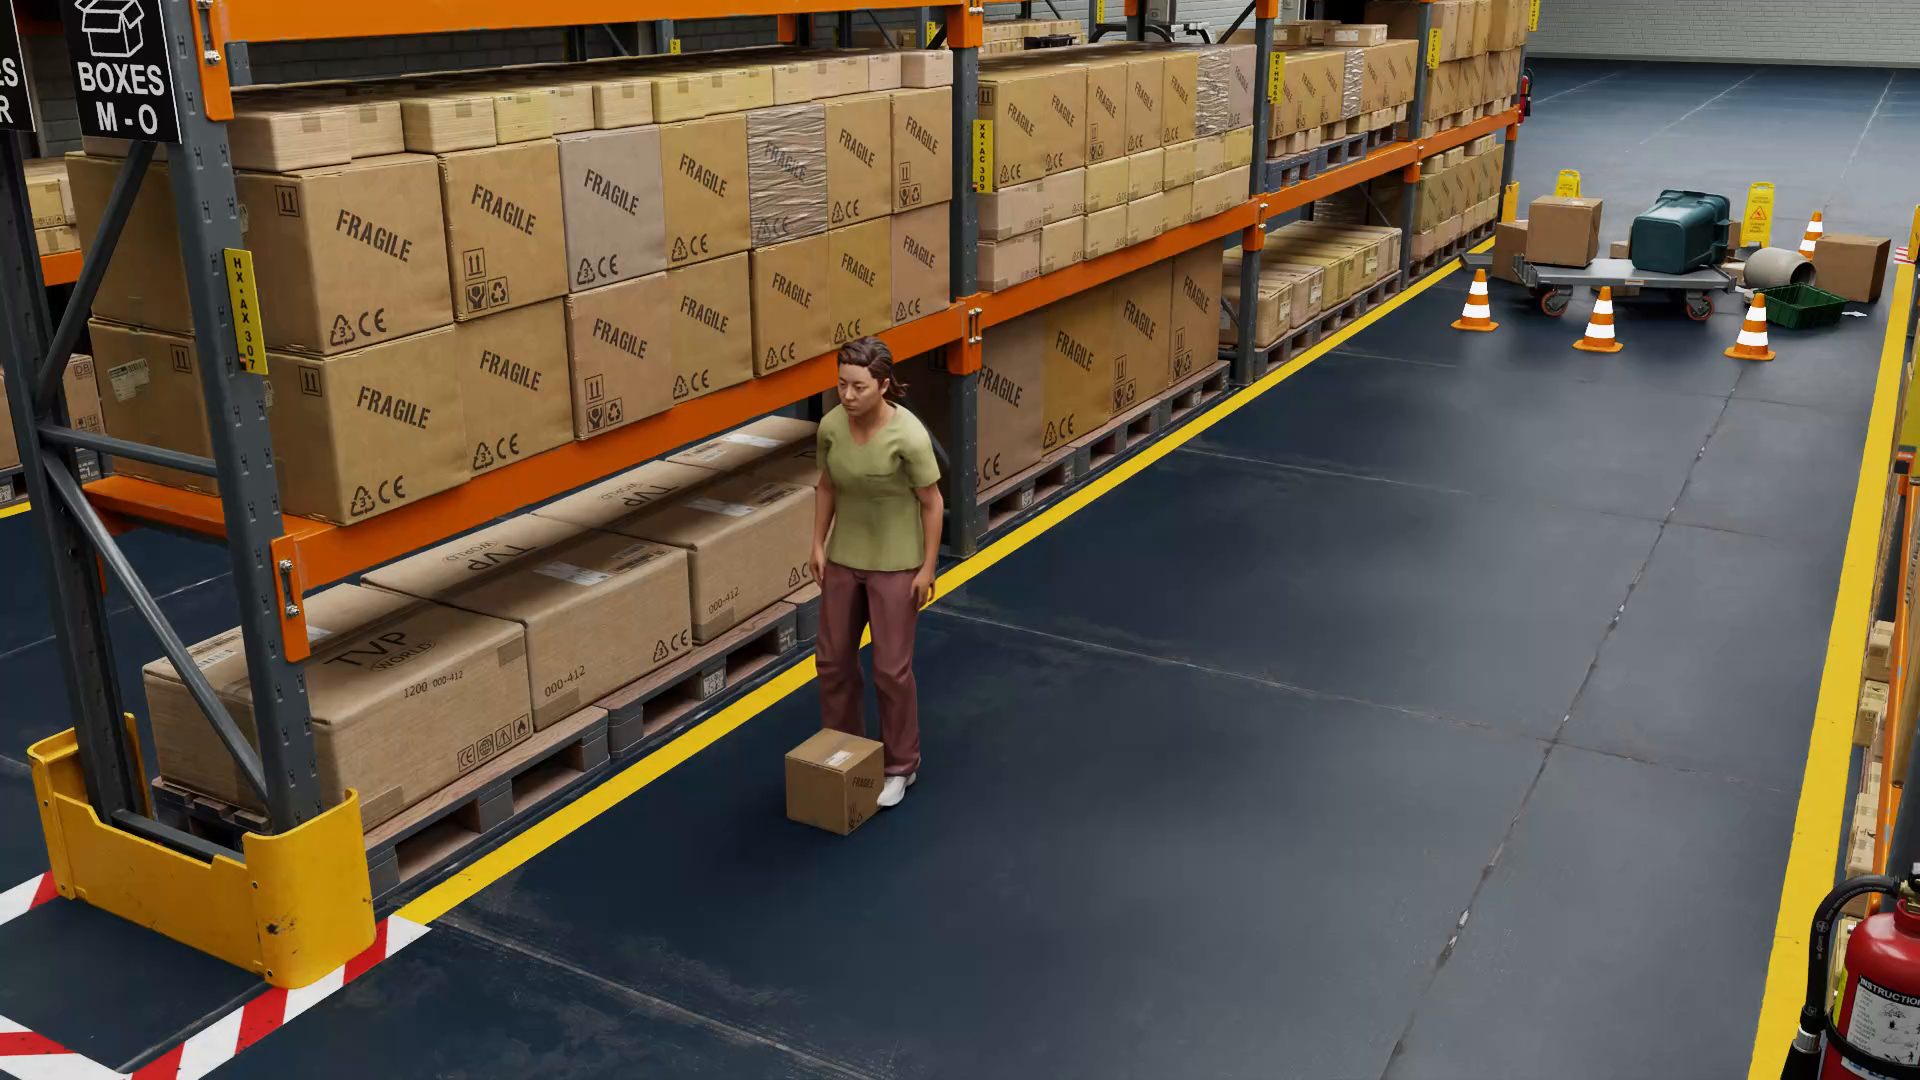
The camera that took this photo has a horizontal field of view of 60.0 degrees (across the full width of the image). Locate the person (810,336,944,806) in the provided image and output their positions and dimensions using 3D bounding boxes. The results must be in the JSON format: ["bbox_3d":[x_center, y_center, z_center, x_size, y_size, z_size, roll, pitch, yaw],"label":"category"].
[{"bbox_3d":[-0.315,0.101,5.789,0.506,1.671,0.364,10,22,26],"label":"person"}]
